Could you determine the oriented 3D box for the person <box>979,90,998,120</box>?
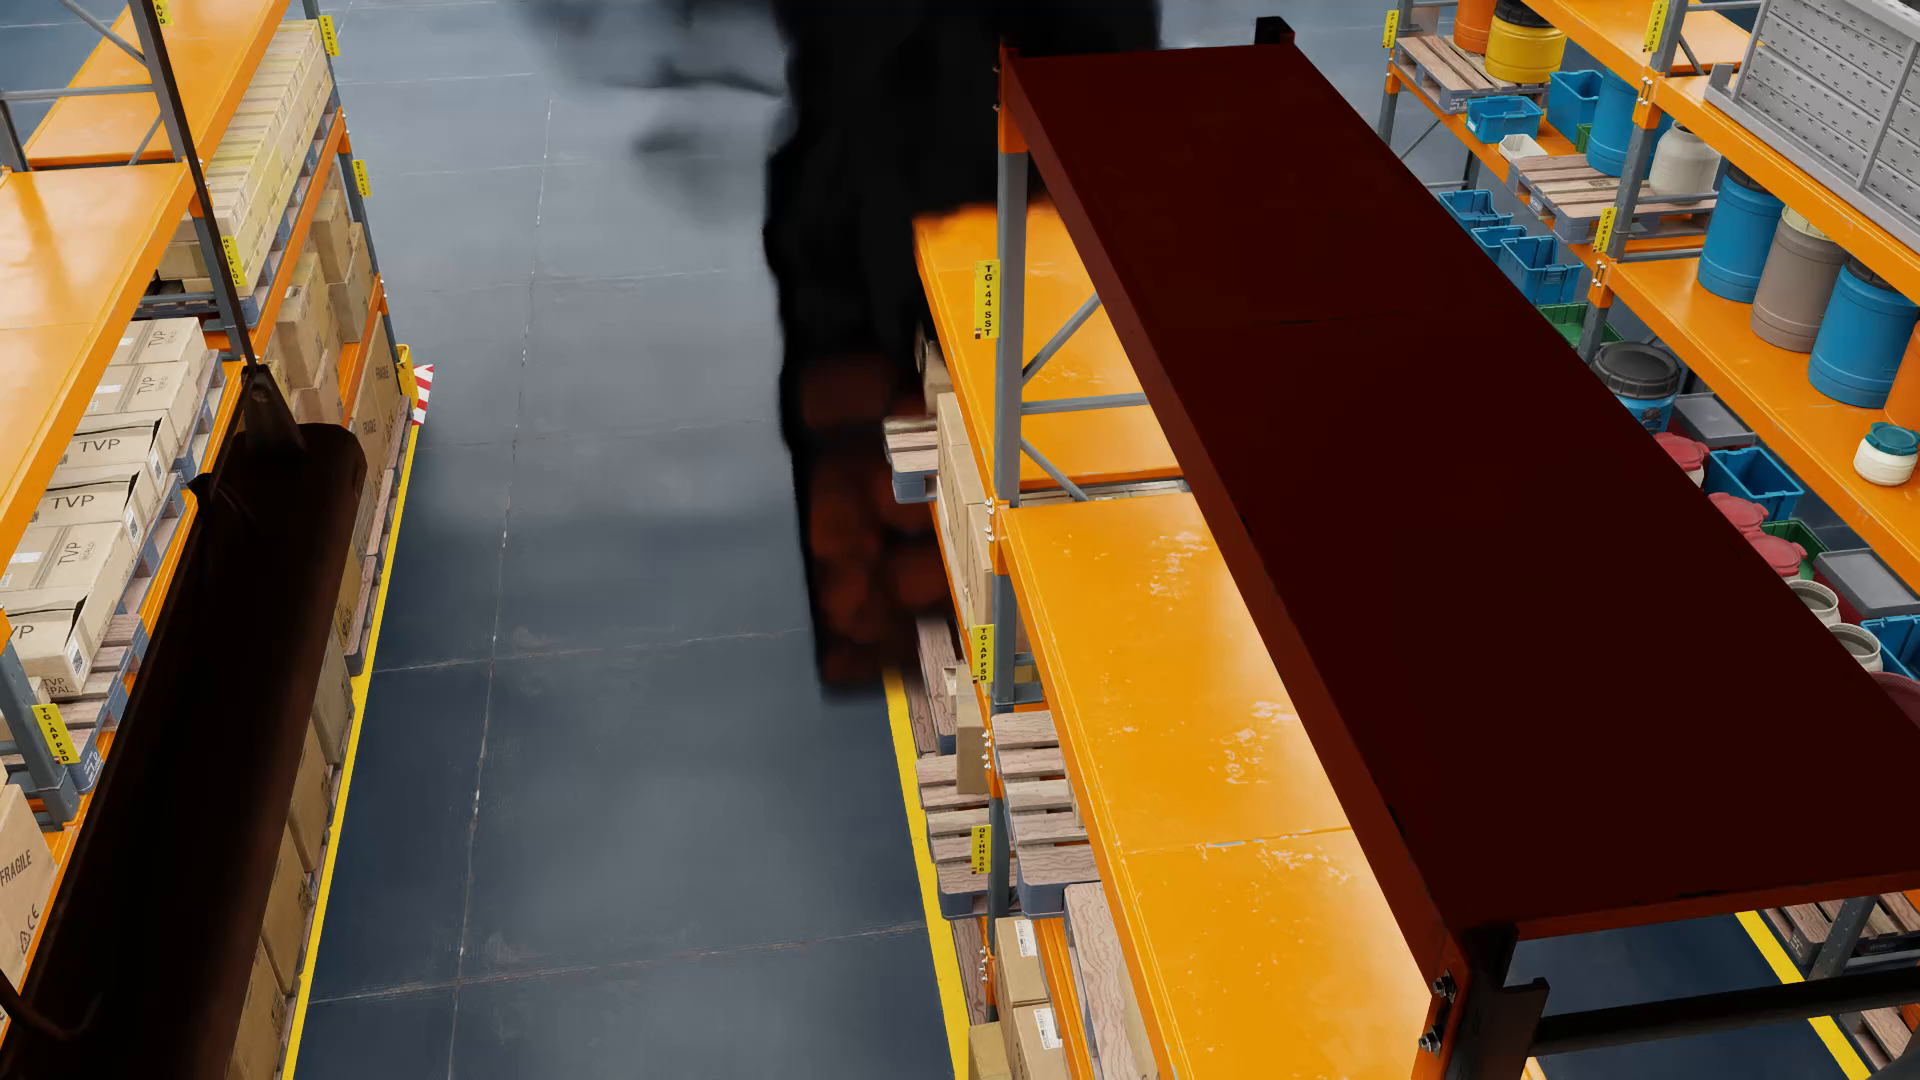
[{"bbox_3d":[0.309,-4.319,17.895,0.674,1.741,0.647,8,37,11],"label":"person"}]

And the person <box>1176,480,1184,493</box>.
[{"bbox_3d":[1.619,-0.876,13.236,0.665,1.766,0.723,-8,37,-11],"label":"person"}]

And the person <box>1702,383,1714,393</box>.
[{"bbox_3d":[6.256,-1.167,13.729,0.541,1.552,0.666,-8,37,-10],"label":"person"}]
